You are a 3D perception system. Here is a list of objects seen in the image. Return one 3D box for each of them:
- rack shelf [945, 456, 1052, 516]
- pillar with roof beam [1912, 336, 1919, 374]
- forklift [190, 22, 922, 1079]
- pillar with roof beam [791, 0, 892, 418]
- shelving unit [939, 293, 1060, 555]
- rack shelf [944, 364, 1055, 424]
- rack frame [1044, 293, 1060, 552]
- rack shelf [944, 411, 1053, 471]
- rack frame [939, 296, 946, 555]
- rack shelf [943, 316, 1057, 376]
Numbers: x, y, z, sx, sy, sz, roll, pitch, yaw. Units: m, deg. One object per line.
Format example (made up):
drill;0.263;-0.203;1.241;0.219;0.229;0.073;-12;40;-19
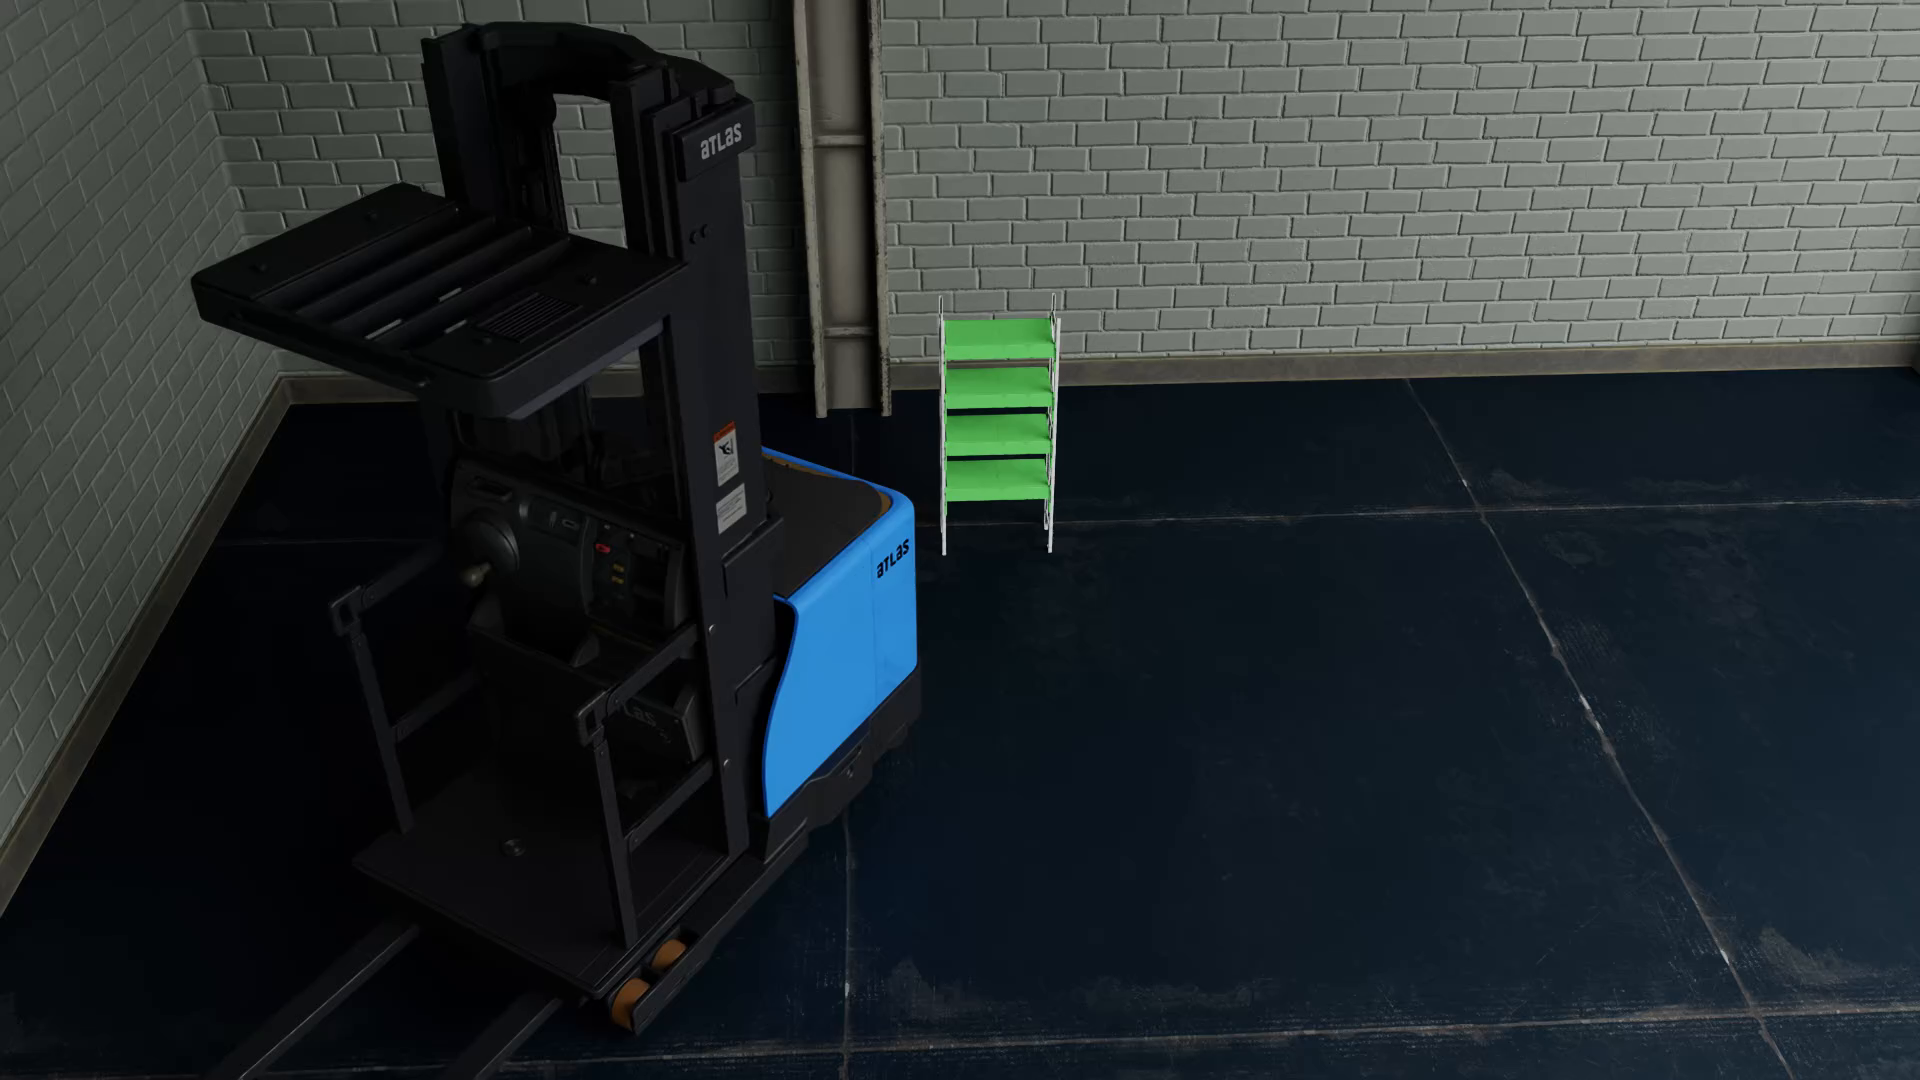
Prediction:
rack shelf;0.165;-0.248;7.588;0.480;0.148;0.258;-2;35;-2
pillar with roof beam;5.633;-2.145;2.942;0.400;9.000;9.100;-2;35;-2
forklift;-1.339;0.094;5.038;1.130;2.935;3.031;19;39;25
pillar with roof beam;-0.360;-1.984;2.709;0.400;9.000;9.100;-2;35;-2
shelving unit;0.165;-0.498;7.415;0.503;1.200;0.258;-2;35;-2
rack shelf;0.165;-0.643;7.315;0.480;0.148;0.258;-2;35;-2
rack frame;0.409;-0.504;7.425;0.015;1.200;0.240;-2;35;-2
rack shelf;0.165;-0.445;7.451;0.480;0.148;0.258;-2;35;-2
rack frame;-0.078;-0.491;7.406;0.015;1.200;0.240;-2;35;-2
rack shelf;0.165;-0.840;7.178;0.480;0.148;0.258;-2;35;-2
